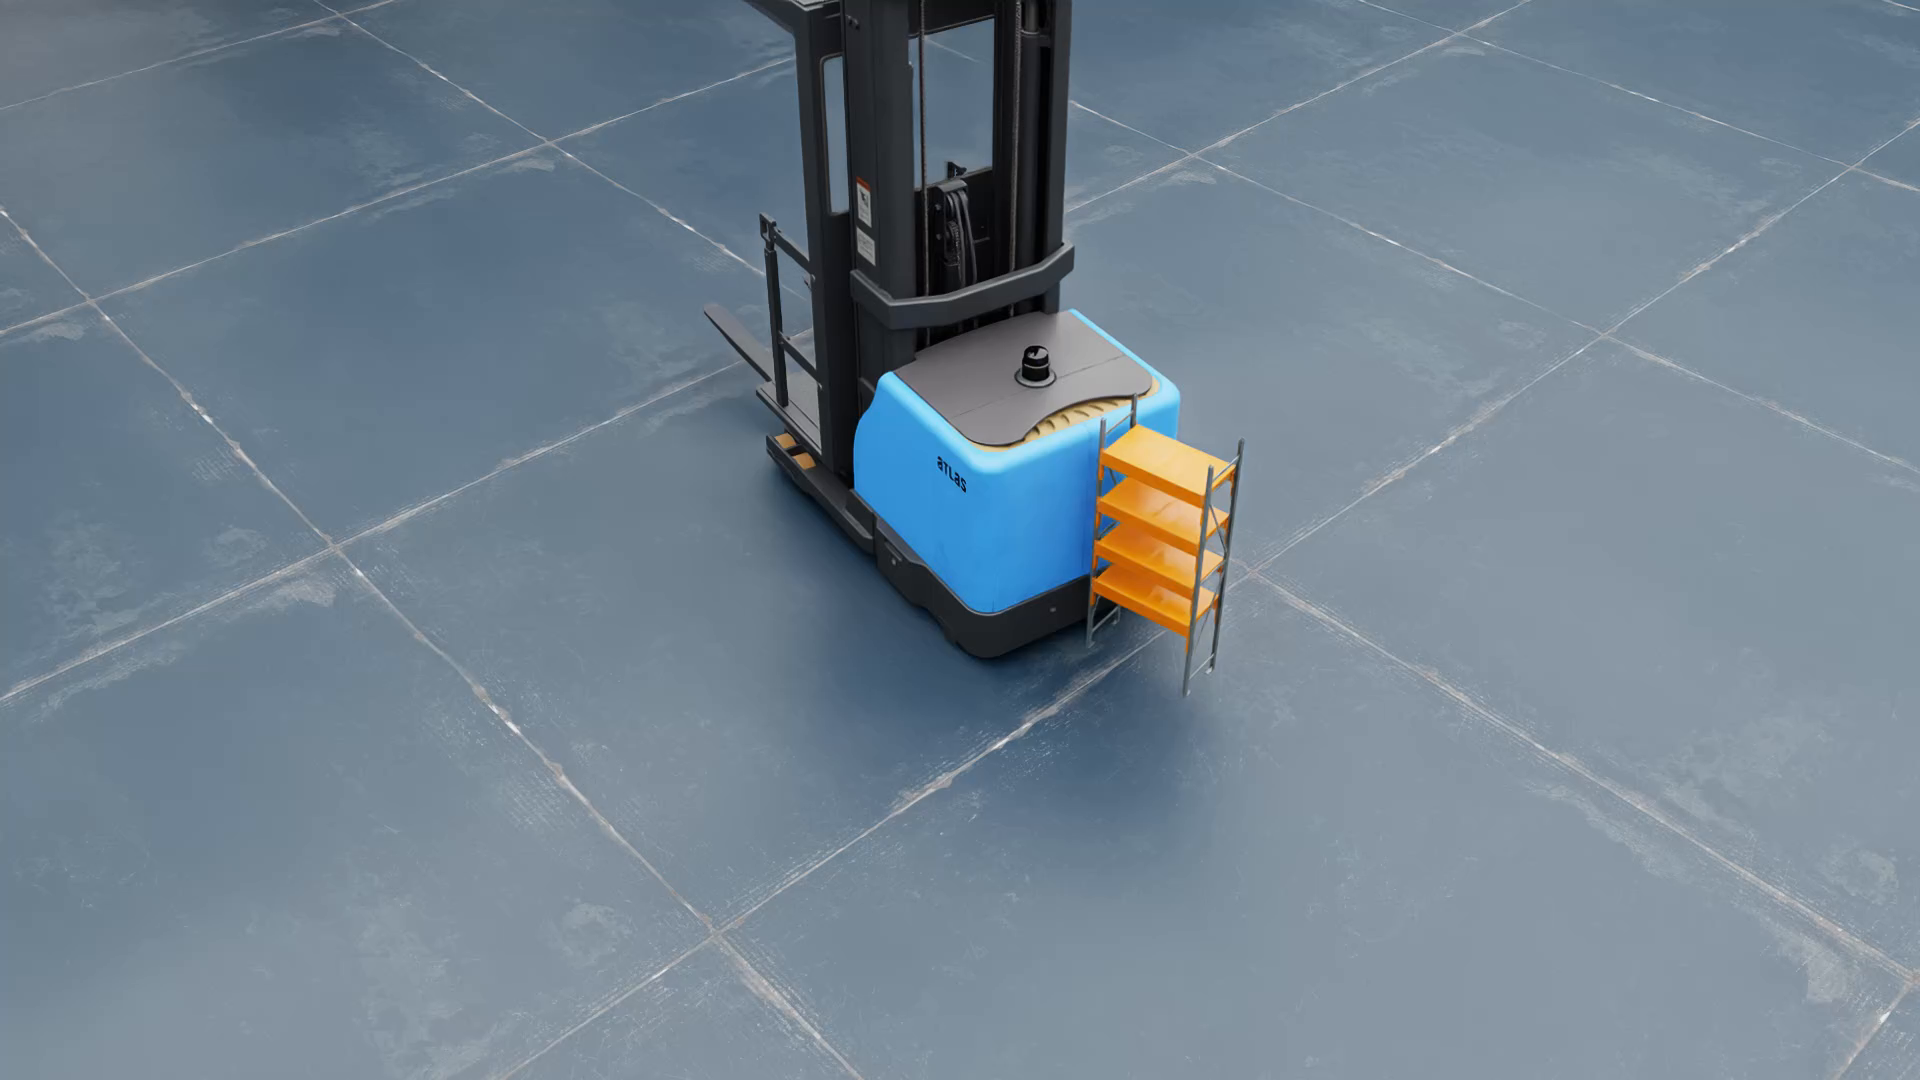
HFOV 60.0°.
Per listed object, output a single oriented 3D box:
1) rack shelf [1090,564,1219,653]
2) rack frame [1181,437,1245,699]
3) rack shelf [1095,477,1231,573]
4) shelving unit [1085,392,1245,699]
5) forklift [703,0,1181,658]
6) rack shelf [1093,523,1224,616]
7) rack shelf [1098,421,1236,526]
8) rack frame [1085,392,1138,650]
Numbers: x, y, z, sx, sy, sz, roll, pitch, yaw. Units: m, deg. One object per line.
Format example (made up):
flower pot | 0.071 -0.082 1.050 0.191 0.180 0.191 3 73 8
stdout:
rack shelf | 0.812 0.247 6.912 0.480 0.148 0.258 27 46 29
rack frame | 1.003 0.136 6.626 0.015 1.200 0.240 27 46 29
rack shelf | 0.812 -0.081 6.647 0.480 0.148 0.258 27 46 29
shelving unit | 0.812 0.040 6.745 0.503 1.200 0.258 27 46 29
forklift | -0.291 -1.540 7.324 1.130 2.935 3.031 -22 44 -25
rack shelf | 0.812 0.093 6.787 0.480 0.148 0.258 27 46 29
rack shelf | 0.812 -0.265 6.498 0.480 0.148 0.258 27 46 29
rack frame | 0.622 -0.055 6.863 0.015 1.200 0.240 27 46 29
